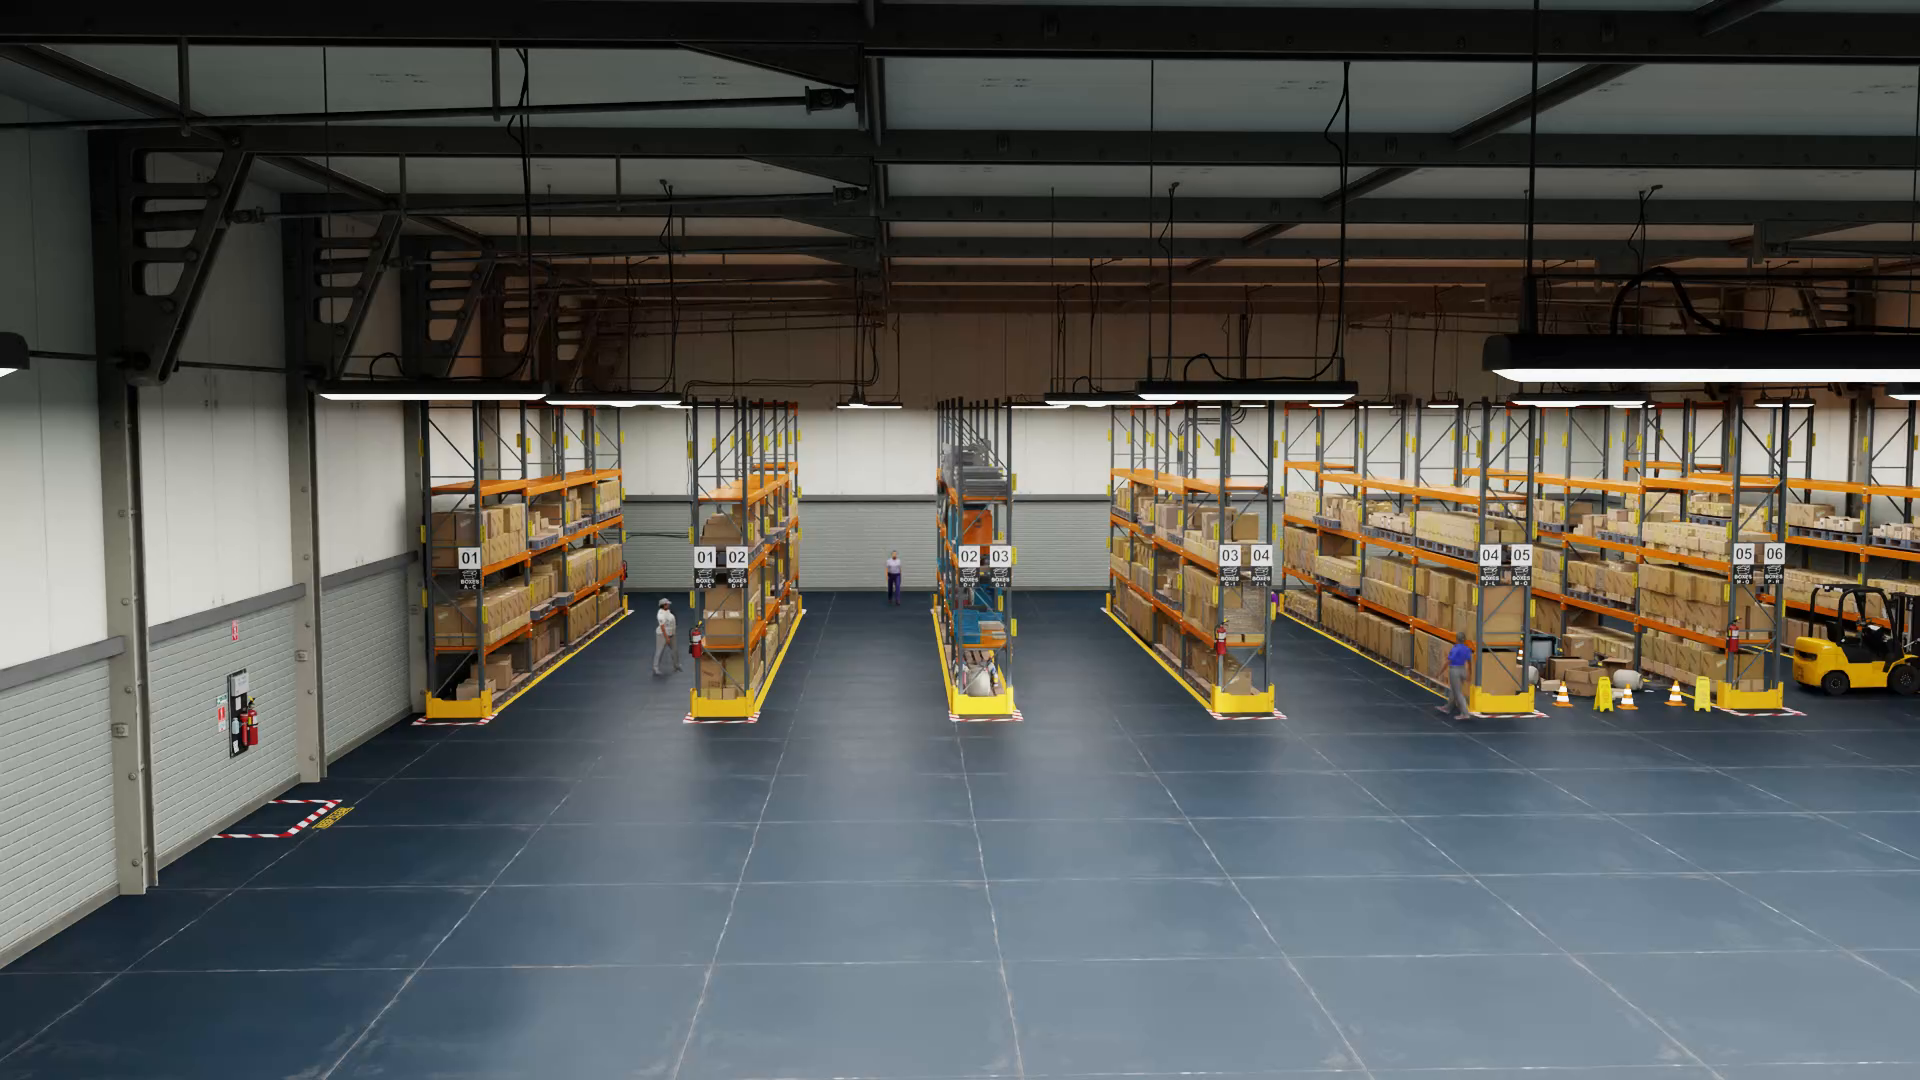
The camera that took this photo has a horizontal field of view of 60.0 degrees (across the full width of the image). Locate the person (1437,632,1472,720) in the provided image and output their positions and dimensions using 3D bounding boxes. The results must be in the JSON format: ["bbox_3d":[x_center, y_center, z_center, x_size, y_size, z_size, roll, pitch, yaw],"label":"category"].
[{"bbox_3d":[9.228,2.500,31.042,0.580,1.597,0.985,-2,5,-21],"label":"person"}]

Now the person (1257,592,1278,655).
[{"bbox_3d":[7.160,1.843,39.134,0.652,1.797,0.667,1,5,14],"label":"person"}]

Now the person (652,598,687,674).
[{"bbox_3d":[-6.384,2.100,36.386,0.565,1.676,0.680,2,5,24],"label":"person"}]

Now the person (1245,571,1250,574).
[{"bbox_3d":[8.155,1.179,47.983,0.548,1.649,0.499,3,6,37],"label":"person"}]

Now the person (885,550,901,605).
[{"bbox_3d":[-1.979,1.110,49.252,0.480,1.604,1.000,0,4,-5],"label":"person"}]
